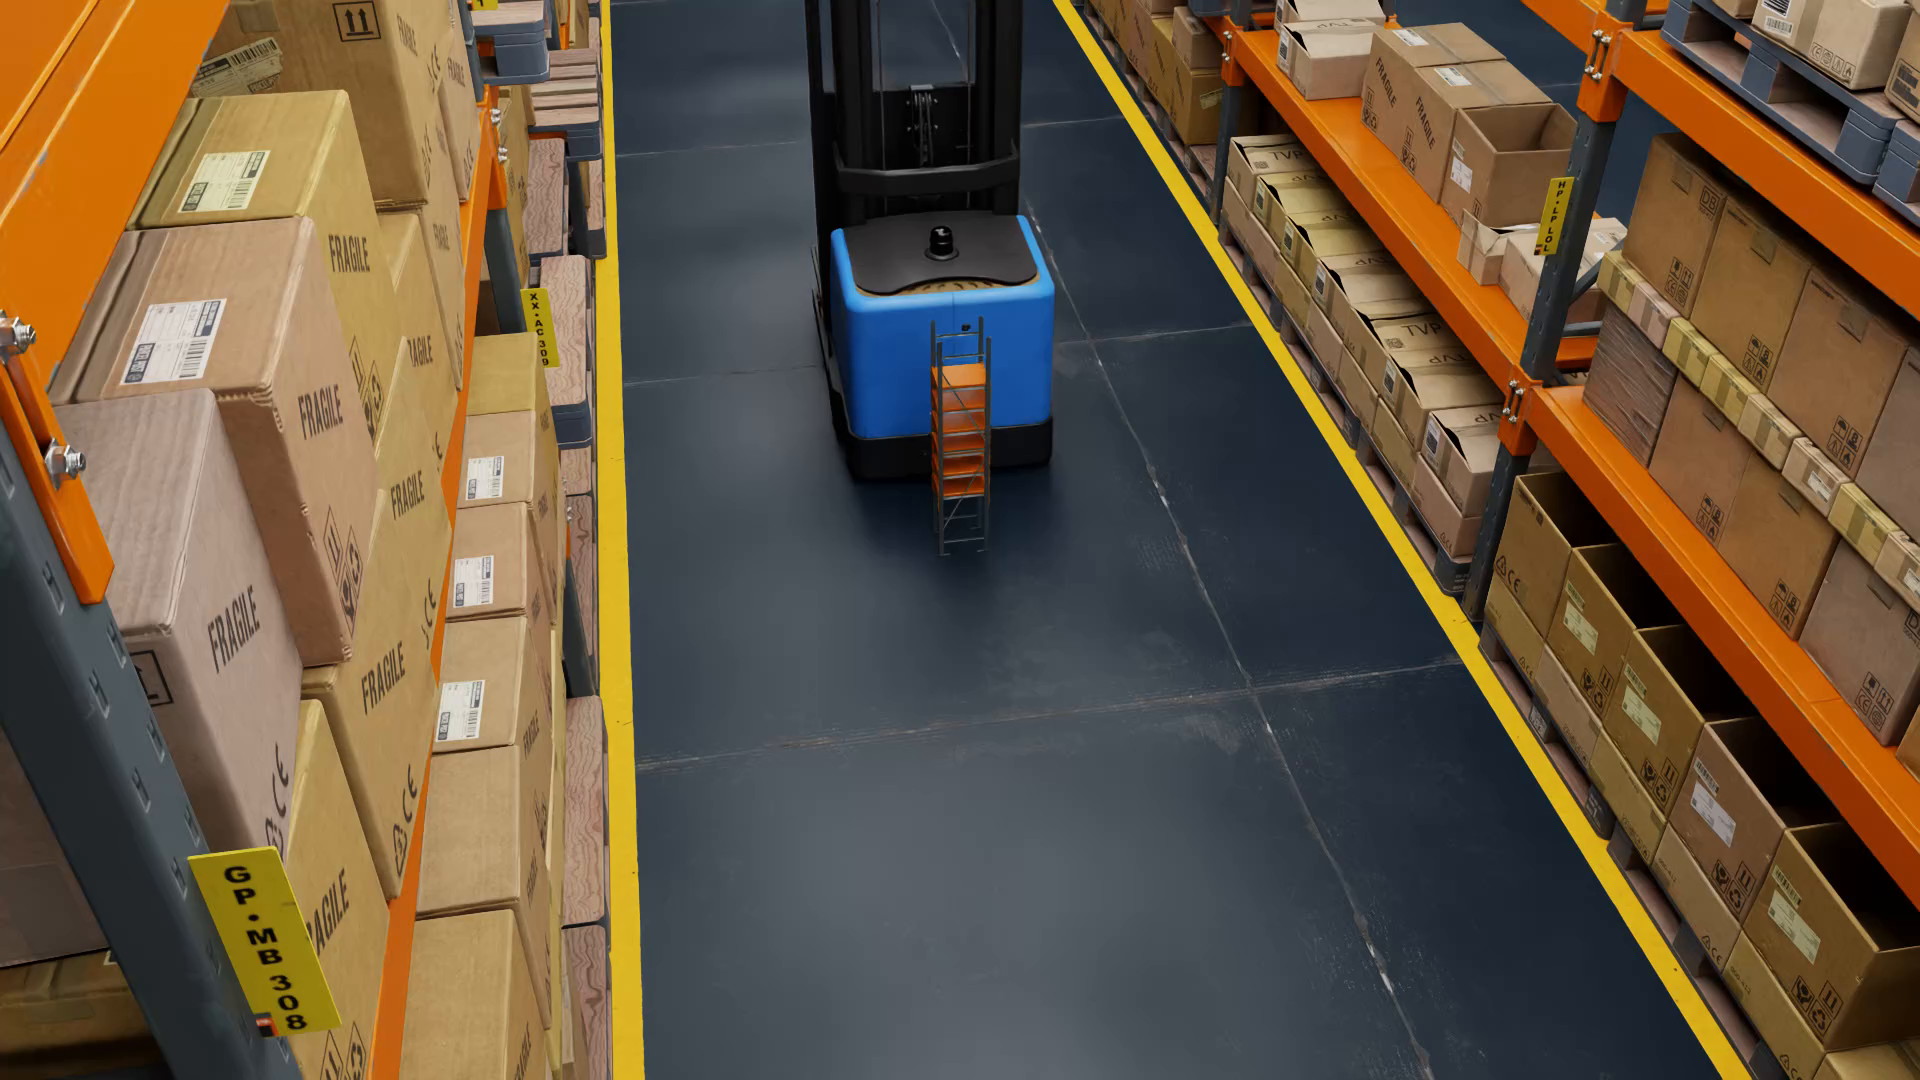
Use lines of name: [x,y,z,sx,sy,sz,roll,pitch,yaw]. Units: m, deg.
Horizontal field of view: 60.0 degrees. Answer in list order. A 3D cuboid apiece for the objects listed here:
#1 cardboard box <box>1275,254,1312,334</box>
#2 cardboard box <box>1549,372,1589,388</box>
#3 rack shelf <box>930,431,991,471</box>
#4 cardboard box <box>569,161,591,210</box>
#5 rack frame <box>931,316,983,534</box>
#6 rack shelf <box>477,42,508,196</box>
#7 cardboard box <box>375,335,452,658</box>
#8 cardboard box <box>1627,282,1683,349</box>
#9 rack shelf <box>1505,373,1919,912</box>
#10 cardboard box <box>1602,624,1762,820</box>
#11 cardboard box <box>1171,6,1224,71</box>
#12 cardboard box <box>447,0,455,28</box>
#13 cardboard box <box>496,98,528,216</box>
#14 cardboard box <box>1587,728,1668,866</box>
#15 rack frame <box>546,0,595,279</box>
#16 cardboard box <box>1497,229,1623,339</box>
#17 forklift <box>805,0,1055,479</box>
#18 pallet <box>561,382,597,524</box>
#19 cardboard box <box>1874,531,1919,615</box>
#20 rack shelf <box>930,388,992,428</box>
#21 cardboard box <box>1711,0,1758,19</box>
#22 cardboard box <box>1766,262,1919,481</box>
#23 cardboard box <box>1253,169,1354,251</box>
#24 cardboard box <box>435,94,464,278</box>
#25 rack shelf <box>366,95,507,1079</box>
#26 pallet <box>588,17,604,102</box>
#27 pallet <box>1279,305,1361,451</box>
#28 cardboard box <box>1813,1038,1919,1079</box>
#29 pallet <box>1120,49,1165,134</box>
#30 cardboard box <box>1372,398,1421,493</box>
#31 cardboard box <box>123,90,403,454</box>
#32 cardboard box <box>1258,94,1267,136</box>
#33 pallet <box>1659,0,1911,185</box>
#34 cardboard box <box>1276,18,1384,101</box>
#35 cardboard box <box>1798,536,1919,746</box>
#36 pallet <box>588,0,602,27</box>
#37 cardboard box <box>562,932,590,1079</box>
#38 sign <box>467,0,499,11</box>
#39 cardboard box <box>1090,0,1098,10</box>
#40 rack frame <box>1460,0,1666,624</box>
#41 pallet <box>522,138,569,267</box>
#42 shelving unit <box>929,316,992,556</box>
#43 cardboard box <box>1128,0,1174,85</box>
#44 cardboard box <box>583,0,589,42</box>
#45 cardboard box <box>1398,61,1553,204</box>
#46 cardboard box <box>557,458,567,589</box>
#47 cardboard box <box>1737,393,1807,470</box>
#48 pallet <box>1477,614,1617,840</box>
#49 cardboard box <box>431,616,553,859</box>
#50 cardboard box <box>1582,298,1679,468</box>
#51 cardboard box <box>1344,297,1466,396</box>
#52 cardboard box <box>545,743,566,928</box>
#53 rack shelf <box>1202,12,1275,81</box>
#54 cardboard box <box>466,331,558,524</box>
cardboard box: [2.120,-1.420,9.432,0.500,0.250,0.500,-7,38,-9]
cardboard box: [2.923,-0.769,8.137,0.500,0.311,0.500,-7,38,-8]
rack shelf: [0.003,-0.430,7.798,0.258,0.103,0.180,-6,38,-8]
cardboard box: [-2.745,-2.545,10.391,0.750,0.750,0.750,-7,38,-9]
rack frame: [-0.013,-0.520,7.842,0.240,1.200,0.006,-6,38,-8]
rack shelf: [-2.394,-2.462,7.016,1.077,0.370,4.000,-6,38,-8]
cardboard box: [-1.309,-0.040,3.213,0.500,0.500,0.500,-5,38,-6]
cardboard box: [2.733,-0.850,6.188,0.380,0.149,0.250,-6,38,-7]
rack shelf: [3.183,0.603,5.515,1.077,0.370,4.000,-6,38,-8]
cardboard box: [2.781,0.653,6.152,0.500,0.500,0.500,-6,38,-8]
cardboard box: [1.722,-3.361,11.098,0.500,0.250,0.500,-5,38,-6]
cardboard box: [-1.689,-1.707,4.544,0.500,0.500,0.500,-9,39,-12]
cardboard box: [-2.337,-1.611,7.338,0.700,0.500,0.500,-1,38,-2]
cardboard box: [2.781,0.949,6.382,0.500,0.250,0.500,-6,38,-8]
rack frame: [-2.745,-2.770,9.270,1.000,3.000,0.127,-6,38,-8]
cardboard box: [2.703,-1.122,7.272,0.500,0.250,0.500,-4,38,-5]
forklift: [-0.267,-2.371,8.812,1.130,2.935,3.031,-6,38,-7]
pallet: [-2.399,-0.461,8.571,1.003,0.211,1.213,-6,38,-8]
cardboard box: [3.005,0.085,4.986,0.380,0.149,0.250,-7,38,-9]
rack shelf: [0.003,-0.620,7.651,0.258,0.103,0.180,-6,38,-8]
cardboard box: [2.661,-2.001,5.298,0.500,0.500,0.500,-3,38,-4]
cardboard box: [3.093,-0.566,5.294,0.700,0.500,0.500,-6,38,-8]
cardboard box: [2.034,-1.942,9.646,0.500,0.311,0.500,-7,38,-9]
cardboard box: [-1.636,-1.000,4.450,0.500,0.500,0.500,-9,39,-12]
rack shelf: [-1.693,-0.046,3.906,1.077,0.370,4.000,-6,38,-8]
pallet: [-3.237,-3.627,12.646,1.003,0.211,1.213,-6,38,-8]
pallet: [2.448,-0.967,9.222,1.003,0.211,1.213,-6,38,-8]
cardboard box: [3.049,1.854,5.217,0.500,0.250,0.500,-6,38,-8]
pallet: [1.827,-3.394,12.346,1.003,0.211,1.213,-6,38,-8]
cardboard box: [2.387,-0.494,8.239,0.500,0.250,0.500,-7,38,-9]
cardboard box: [-1.310,-0.440,2.913,0.500,0.500,0.500,-5,38,-7]
cardboard box: [2.235,-3.113,11.390,0.500,0.500,0.500,-8,38,-10]
pallet: [3.008,-1.526,5.296,1.003,0.211,1.213,-6,38,-8]
cardboard box: [2.097,-2.708,9.264,0.500,0.311,0.500,-7,38,-8]
cardboard box: [3.190,0.270,5.276,0.700,0.500,0.500,-5,38,-7]
pallet: [-3.503,-4.552,13.837,1.003,0.211,1.213,-6,38,-8]
cardboard box: [-1.555,1.655,5.253,0.700,0.500,0.500,-9,39,-11]
sign: [-1.511,-1.805,5.162,0.100,0.325,0.005,-6,38,-8]
cardboard box: [1.275,-4.589,13.291,0.500,0.500,0.500,-8,39,-10]
rack frame: [2.833,-0.889,6.849,1.000,3.000,0.127,-6,38,-8]
pallet: [-2.358,-1.503,7.795,1.003,0.211,1.213,-6,38,-8]
shelving unit: [0.003,-0.465,7.771,0.258,1.200,0.189,-6,38,-8]
cardboard box: [1.548,-3.660,12.095,0.500,0.500,0.500,-8,38,-10]
cardboard box: [-3.204,-4.124,12.423,0.750,0.750,0.750,-6,38,-7]
cardboard box: [2.534,-2.015,8.217,0.500,0.500,0.500,-6,38,-8]
cardboard box: [-1.662,-0.049,5.874,0.500,0.250,0.500,-6,38,-8]
cardboard box: [2.869,-0.384,5.589,0.380,0.149,0.250,-7,38,-9]
pallet: [2.931,0.697,7.080,1.003,0.211,1.213,-6,38,-8]
cardboard box: [-1.394,0.574,4.461,0.500,0.500,0.500,-5,38,-7]
cardboard box: [2.917,-0.661,6.474,0.700,0.500,0.500,-7,38,-9]
cardboard box: [2.297,-1.019,8.459,0.500,0.311,0.500,-6,38,-8]
cardboard box: [-1.390,0.859,4.705,0.500,0.250,0.500,-6,38,-8]
rack shelf: [1.781,-4.229,11.734,1.077,0.370,4.000,-6,38,-8]
cardboard box: [-1.656,-0.346,5.645,0.500,0.500,0.500,-6,38,-8]
